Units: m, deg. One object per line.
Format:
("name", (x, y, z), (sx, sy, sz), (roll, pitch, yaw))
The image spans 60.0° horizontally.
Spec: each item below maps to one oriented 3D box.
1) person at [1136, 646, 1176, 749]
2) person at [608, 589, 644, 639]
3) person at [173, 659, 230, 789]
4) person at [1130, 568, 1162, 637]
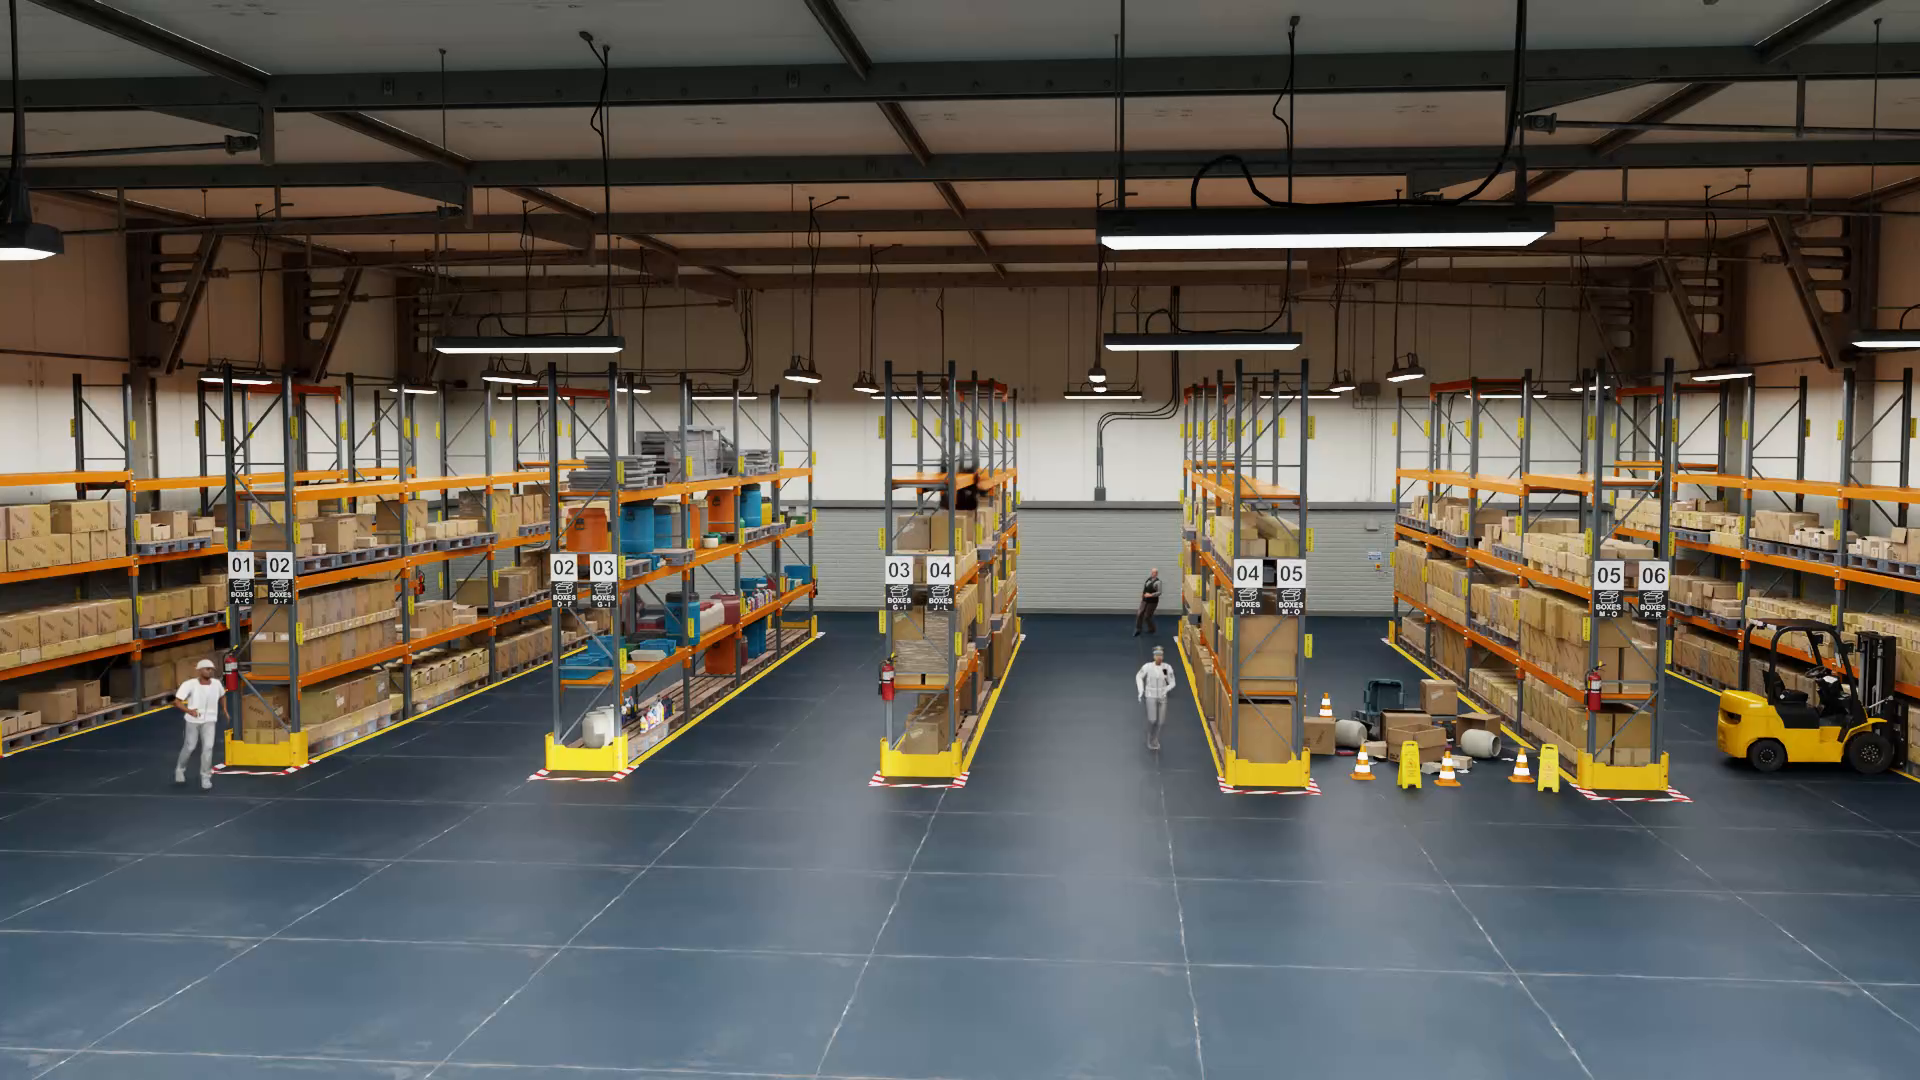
("person", (3.061, 2.459, 25.870), (0.583, 1.647, 0.692), (0, 4, -2))
("person", (-7.273, 1.757, 36.042), (0.736, 1.748, 0.674), (0, 4, 1))
("person", (-10.655, 2.563, 23.443), (0.757, 1.745, 0.909), (-3, 5, -41))
("person", (4.610, 1.523, 40.270), (0.730, 1.703, 0.725), (-3, 5, -36))
